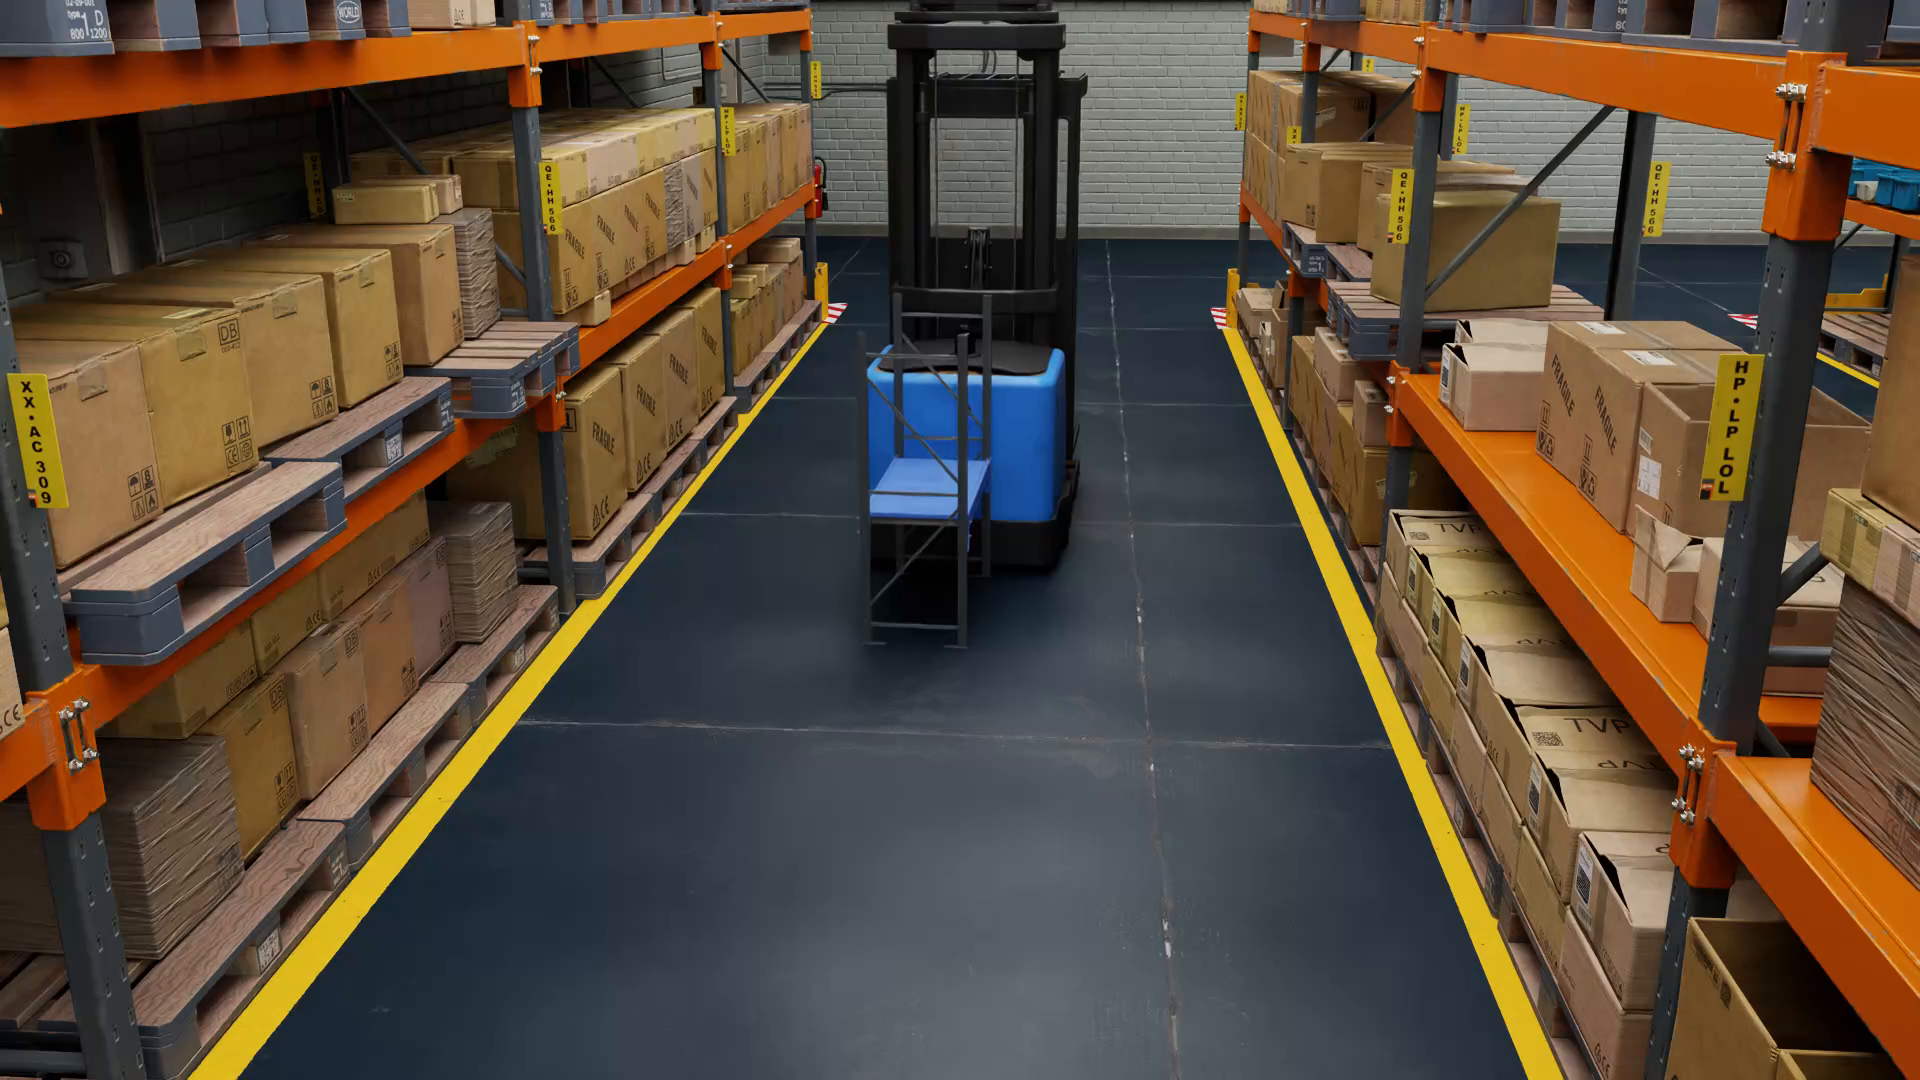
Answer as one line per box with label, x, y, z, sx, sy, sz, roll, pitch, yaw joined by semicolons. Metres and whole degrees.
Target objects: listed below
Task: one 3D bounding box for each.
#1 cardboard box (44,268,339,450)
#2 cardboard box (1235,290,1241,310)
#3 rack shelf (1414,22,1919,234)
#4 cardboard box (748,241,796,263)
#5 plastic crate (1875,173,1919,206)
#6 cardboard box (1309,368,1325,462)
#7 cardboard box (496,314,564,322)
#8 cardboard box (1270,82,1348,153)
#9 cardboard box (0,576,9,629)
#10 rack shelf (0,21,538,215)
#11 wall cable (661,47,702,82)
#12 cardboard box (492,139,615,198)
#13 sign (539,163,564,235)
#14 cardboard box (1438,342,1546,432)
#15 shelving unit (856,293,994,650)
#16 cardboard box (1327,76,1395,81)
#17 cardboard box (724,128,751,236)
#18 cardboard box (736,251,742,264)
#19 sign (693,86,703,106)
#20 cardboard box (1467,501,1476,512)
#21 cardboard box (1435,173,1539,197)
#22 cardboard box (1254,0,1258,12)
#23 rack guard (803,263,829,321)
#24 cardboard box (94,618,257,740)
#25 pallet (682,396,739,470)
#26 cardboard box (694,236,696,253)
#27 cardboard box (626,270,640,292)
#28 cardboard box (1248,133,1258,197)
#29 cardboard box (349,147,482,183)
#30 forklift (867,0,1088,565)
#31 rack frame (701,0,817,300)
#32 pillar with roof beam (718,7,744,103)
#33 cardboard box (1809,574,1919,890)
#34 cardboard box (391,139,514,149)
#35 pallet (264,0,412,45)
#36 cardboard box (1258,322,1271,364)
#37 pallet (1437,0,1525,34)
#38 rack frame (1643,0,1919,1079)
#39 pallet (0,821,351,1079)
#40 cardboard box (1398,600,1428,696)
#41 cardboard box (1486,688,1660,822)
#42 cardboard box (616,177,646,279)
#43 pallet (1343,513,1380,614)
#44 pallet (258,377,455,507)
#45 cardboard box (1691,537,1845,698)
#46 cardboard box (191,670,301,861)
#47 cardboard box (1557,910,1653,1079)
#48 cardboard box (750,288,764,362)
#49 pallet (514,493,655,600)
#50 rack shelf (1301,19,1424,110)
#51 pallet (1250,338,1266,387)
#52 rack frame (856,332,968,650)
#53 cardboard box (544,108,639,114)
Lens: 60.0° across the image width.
cardboard box;-2.586;-0.623;5.639;0.700;0.500;0.500;4;19;11
cardboard box;2.709;-2.180;15.129;0.380;0.149;0.250;1;18;4
rack shelf;2.365;-1.425;5.294;1.077;0.370;4.000;1;18;4
cardboard box;-1.655;-2.534;14.637;0.380;0.149;0.250;2;18;5
plastic crate;7.582;-2.807;13.344;0.416;0.233;0.300;1;18;4
cardboard box;2.447;-0.761;10.235;0.500;0.500;0.500;2;18;5
cardboard box;-2.178;-1.060;8.211;0.380;0.149;0.250;1;18;3
cardboard box;2.644;-3.206;12.625;0.500;0.500;0.500;1;18;4
cardboard box;-2.445;0.029;3.522;0.500;0.500;0.500;1;18;4
rack shelf;-2.576;-1.535;5.628;1.077;0.370;4.000;1;18;4
wall cable;-2.711;-4.459;16.581;0.084;1.984;1.851;1;18;4
cardboard box;-2.105;-1.929;8.619;0.500;0.250;0.500;1;18;3
sign;-1.891;-1.576;7.683;0.100;0.325;0.005;1;18;4
cardboard box;2.251;-0.647;6.724;0.500;0.311;0.500;1;18;3
shelving unit;-0.152;-0.365;8.130;0.538;1.500;1.048;2;18;7
cardboard box;3.256;-3.508;13.545;0.500;0.500;0.500;2;18;5
cardboard box;-2.091;-2.625;12.136;0.980;0.700;0.700;2;18;5
cardboard box;-2.072;-2.387;14.187;0.380;0.149;0.250;2;18;5
sign;-2.412;-4.020;15.358;0.100;0.325;0.005;1;18;4
cardboard box;2.826;-0.119;8.277;0.500;0.500;0.500;2;18;6
cardboard box;2.697;-1.688;8.922;0.700;0.500;0.500;5;19;14
cardboard box;2.791;-4.648;14.214;0.500;0.250;0.500;1;18;4
rack guard;-1.858;-2.377;15.873;1.175;0.500;0.348;1;18;4
cardboard box;-2.655;0.427;5.408;0.500;0.250;0.500;1;18;3
pallet;-2.126;-0.748;11.368;1.003;0.211;1.213;1;18;4
cardboard box;-1.946;-1.935;10.883;0.380;0.149;0.250;2;18;6
cardboard box;-2.079;-1.536;9.666;0.380;0.149;0.250;1;18;4
cardboard box;2.755;-3.203;14.220;0.500;0.500;0.500;1;18;3
cardboard box;-2.659;-1.774;8.144;0.500;0.250;0.500;2;18;5
forklift;0.163;-1.673;9.823;1.130;2.935;3.031;2;18;7
rack frame;-1.859;-3.557;15.461;1.000;3.000;0.127;1;18;4
pillar with roof beam;1.765;-7.170;16.852;9.100;9.000;0.400;1;18;4
cardboard box;2.196;0.370;3.317;0.700;0.500;0.500;1;18;2
cardboard box;-2.618;-1.935;8.635;0.500;0.250;0.500;1;18;2
pallet;-2.498;-1.678;5.211;1.213;0.211;1.003;1;18;4
cardboard box;2.607;-1.553;12.956;0.500;0.311;0.500;1;18;4
pallet;2.549;-2.086;6.458;1.213;0.211;1.003;2;18;6
rack frame;2.218;0.279;3.754;0.949;2.616;0.053;1;18;4
pallet;-2.665;1.253;5.259;1.003;0.211;1.213;1;18;4
cardboard box;2.143;0.456;6.955;0.500;0.250;0.500;1;18;2
cardboard box;2.034;0.671;5.399;0.500;0.311;0.500;1;18;4
cardboard box;-2.059;-1.732;9.223;0.500;0.500;0.500;1;18;4
pallet;2.600;0.131;8.684;1.003;0.211;1.213;1;18;4
pallet;-2.534;-0.366;6.029;1.003;0.211;1.213;1;18;4
cardboard box;2.213;0.197;4.246;0.500;0.250;0.500;2;18;7
cardboard box;-2.696;0.758;5.600;0.700;0.500;0.500;1;18;3
cardboard box;1.962;1.251;4.529;0.500;0.250;0.500;1;18;3
cardboard box;-1.951;-1.712;13.172;0.700;0.500;0.500;1;18;3
pallet;-2.301;0.010;9.055;1.003;0.211;1.213;1;18;4
rack shelf;2.652;-2.668;9.085;1.077;0.370;4.000;1;18;4
pallet;2.930;-1.473;13.581;1.003;0.211;1.213;1;18;4
rack frame;-0.215;-0.208;7.650;0.500;1.500;0.032;2;18;7
cardboard box;-2.439;-2.732;11.070;0.500;0.250;0.500;2;18;6
